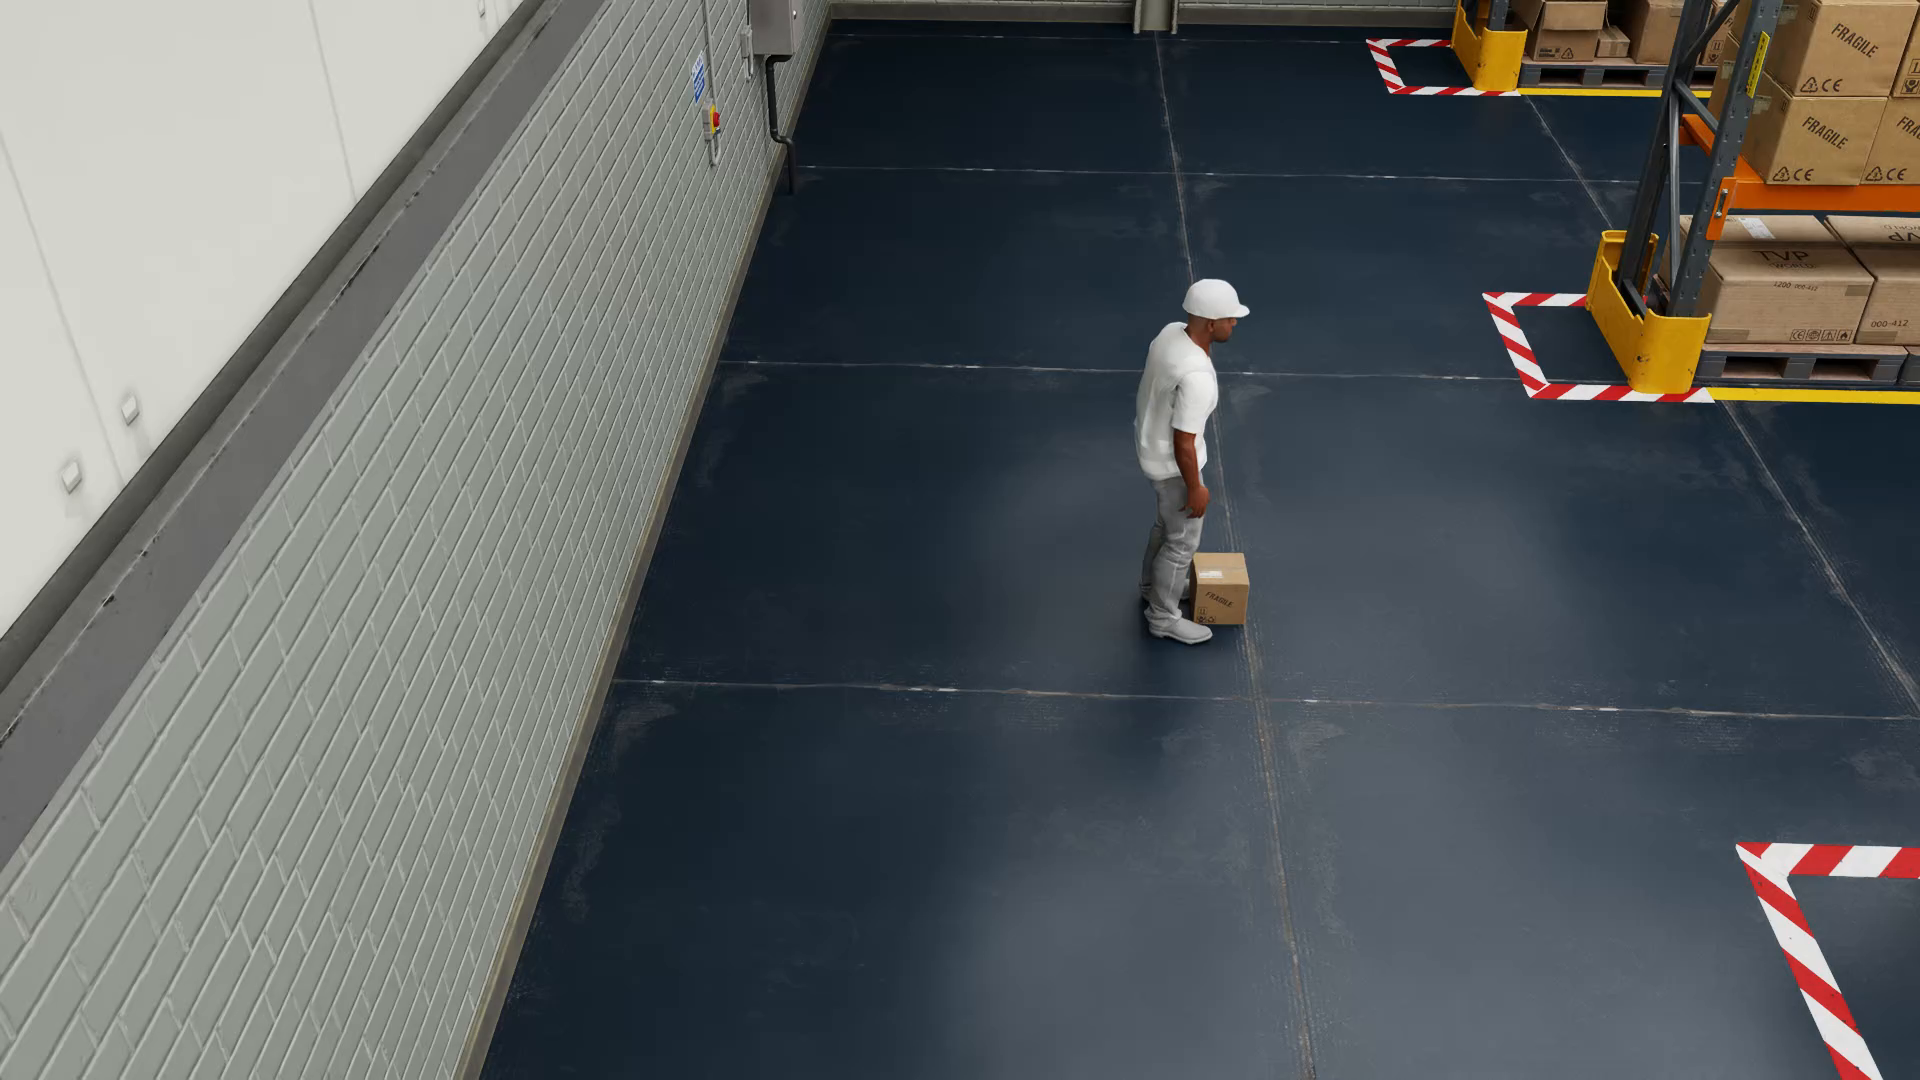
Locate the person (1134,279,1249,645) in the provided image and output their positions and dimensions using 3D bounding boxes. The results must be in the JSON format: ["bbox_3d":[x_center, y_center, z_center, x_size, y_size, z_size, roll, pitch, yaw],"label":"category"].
[{"bbox_3d":[1.028,-0.383,7.640,0.460,1.760,0.634,-1,35,-1],"label":"person"}]
